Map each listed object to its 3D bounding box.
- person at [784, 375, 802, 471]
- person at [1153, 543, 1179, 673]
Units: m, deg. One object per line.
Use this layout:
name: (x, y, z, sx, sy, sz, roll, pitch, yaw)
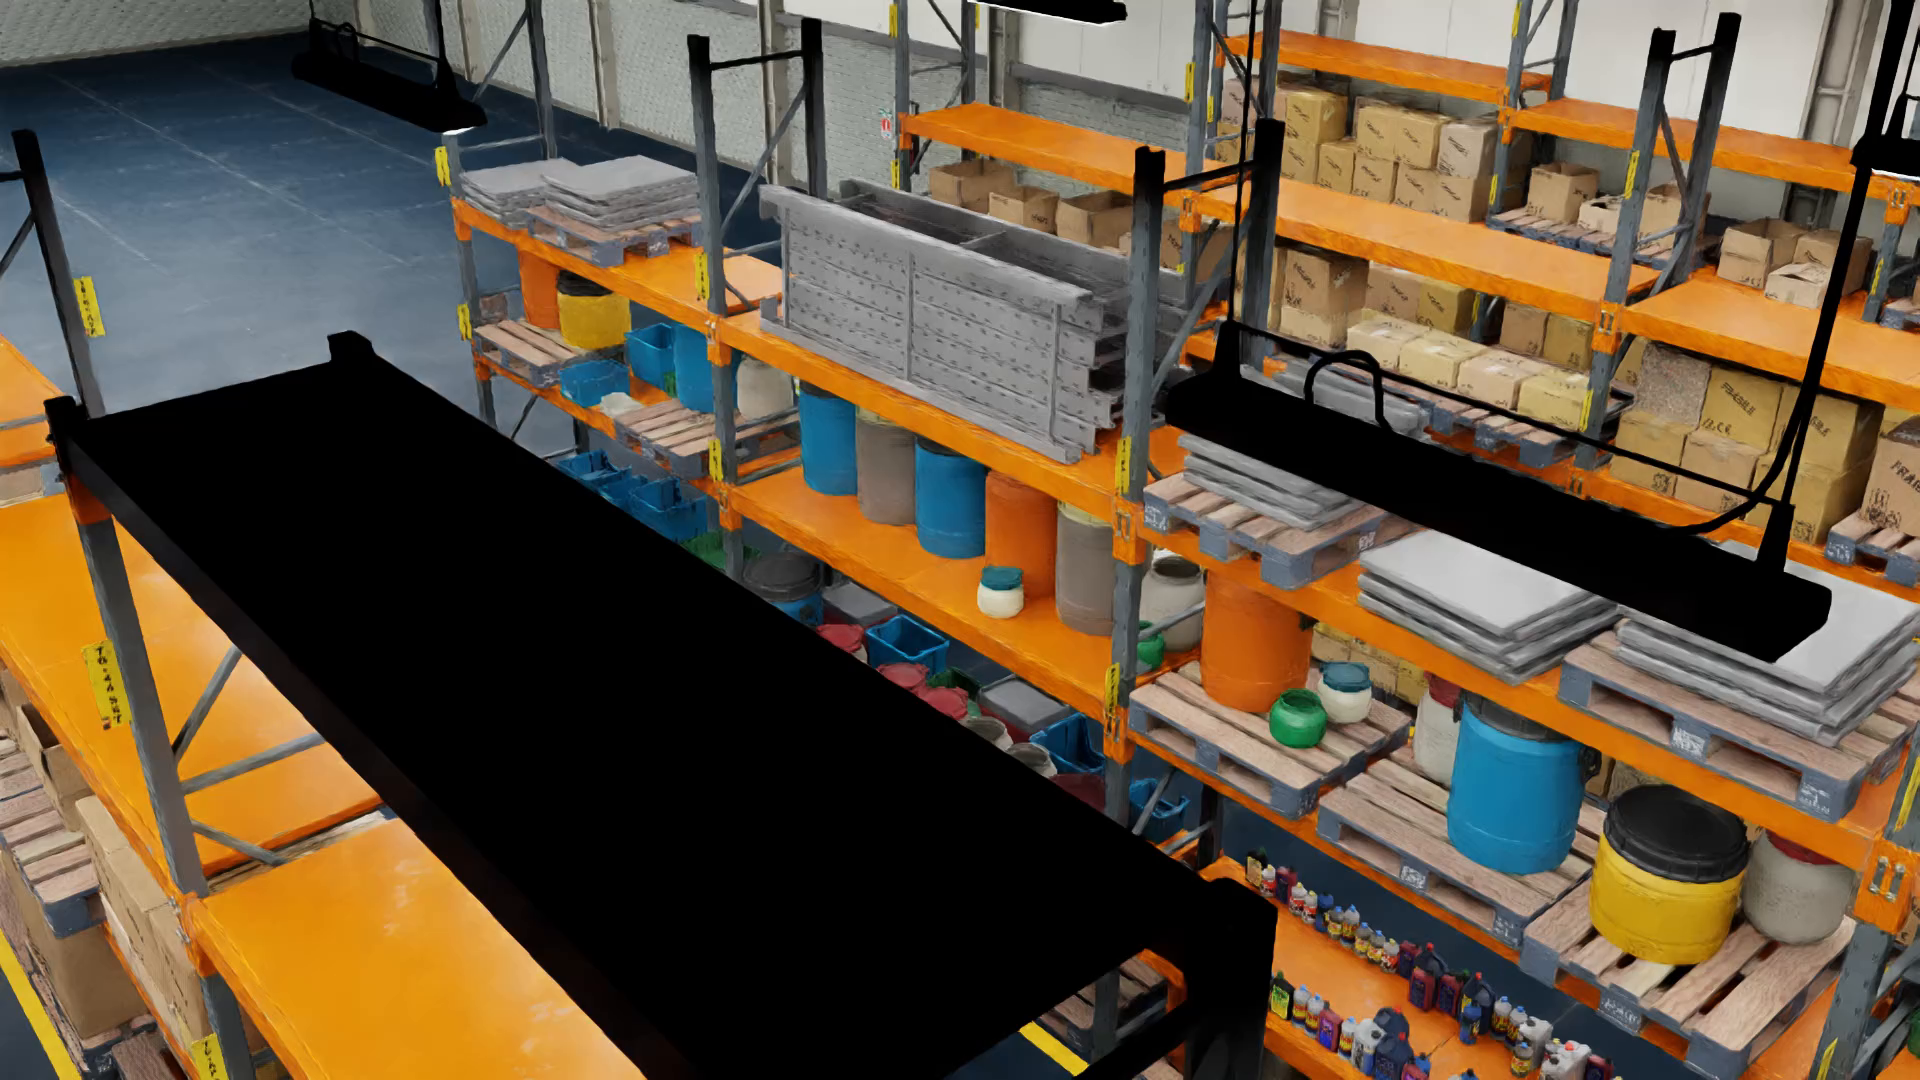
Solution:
person: (-1.751, -1.659, 18.867, 0.567, 1.755, 0.738, -2, 27, -3)
person: (1.645, 0.688, 14.324, 0.736, 1.717, 0.902, -18, 32, -32)
